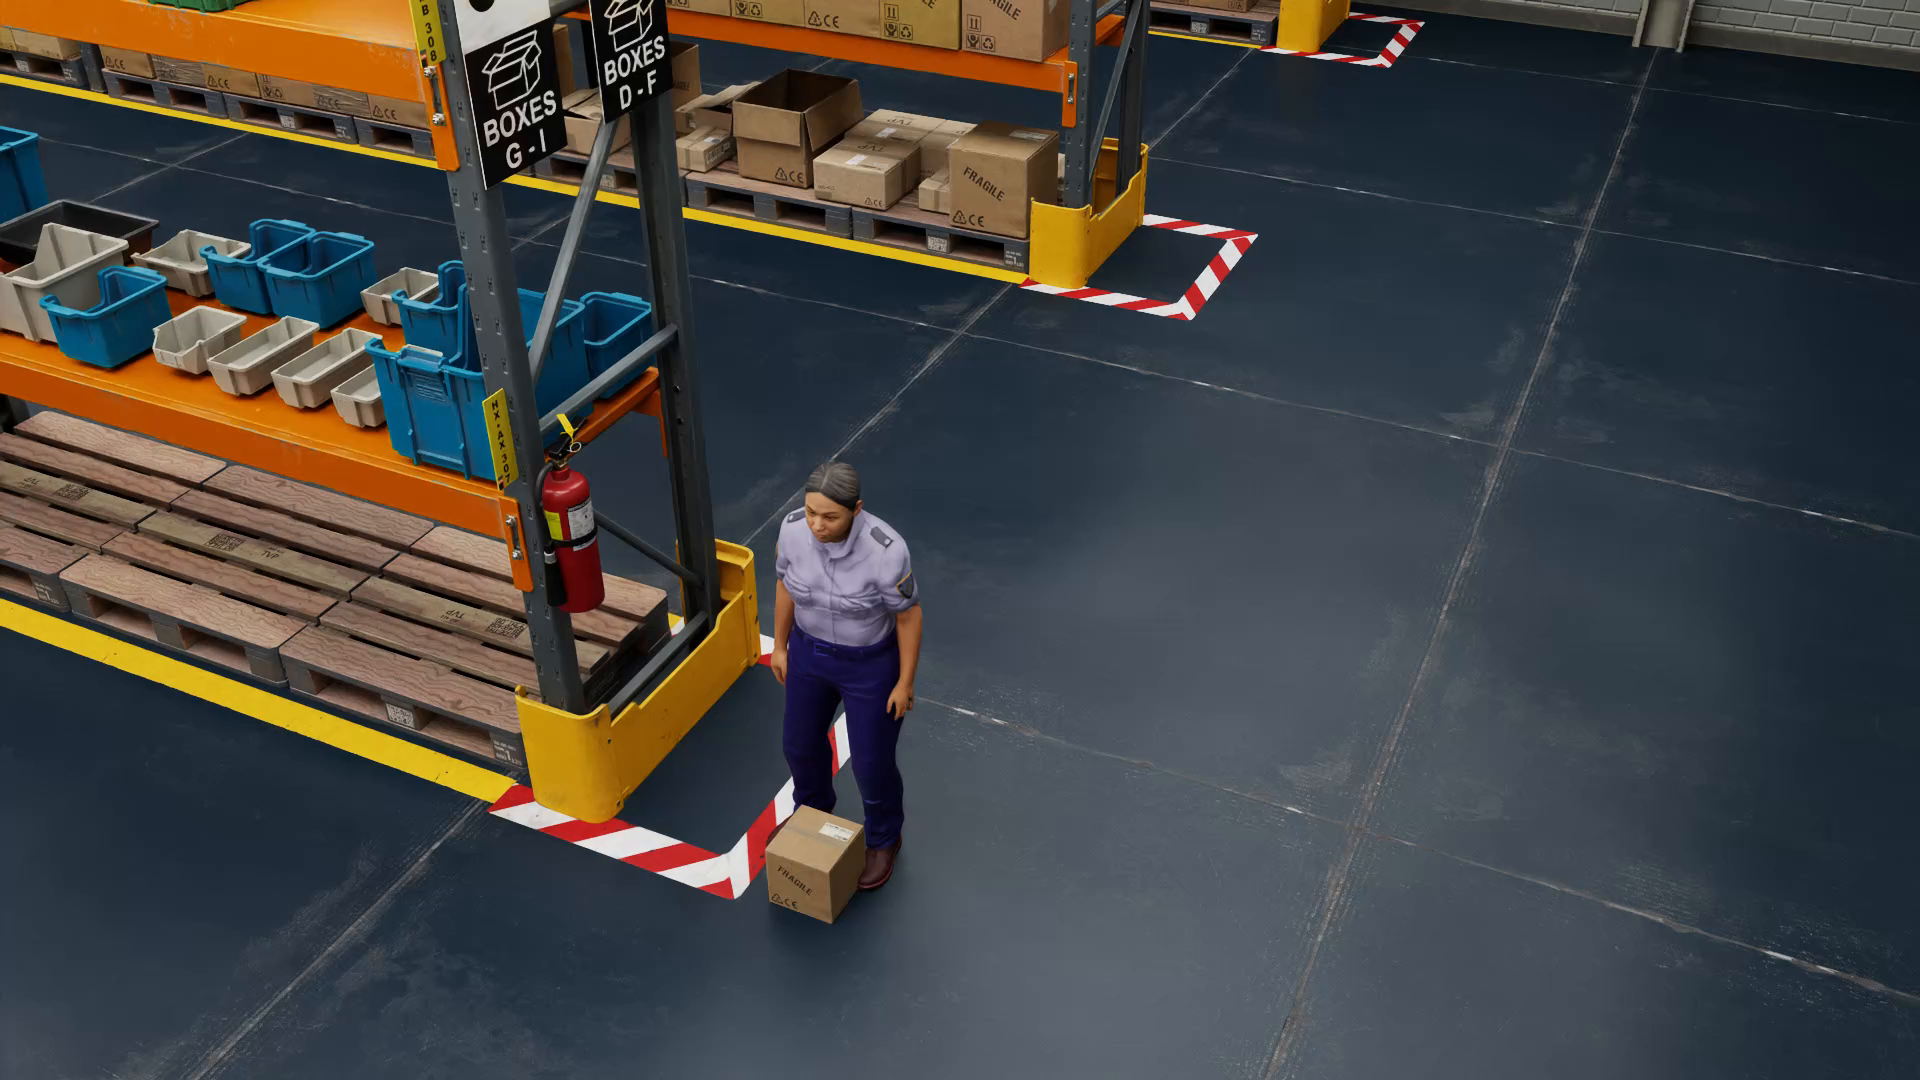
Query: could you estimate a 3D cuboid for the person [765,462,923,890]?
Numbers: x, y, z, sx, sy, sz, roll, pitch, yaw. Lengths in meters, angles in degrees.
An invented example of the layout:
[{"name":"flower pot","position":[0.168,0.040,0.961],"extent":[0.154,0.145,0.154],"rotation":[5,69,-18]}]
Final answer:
[{"name":"person","position":[-0.394,0.416,5.530],"extent":[0.559,1.651,0.374],"rotation":[14,37,20]}]
